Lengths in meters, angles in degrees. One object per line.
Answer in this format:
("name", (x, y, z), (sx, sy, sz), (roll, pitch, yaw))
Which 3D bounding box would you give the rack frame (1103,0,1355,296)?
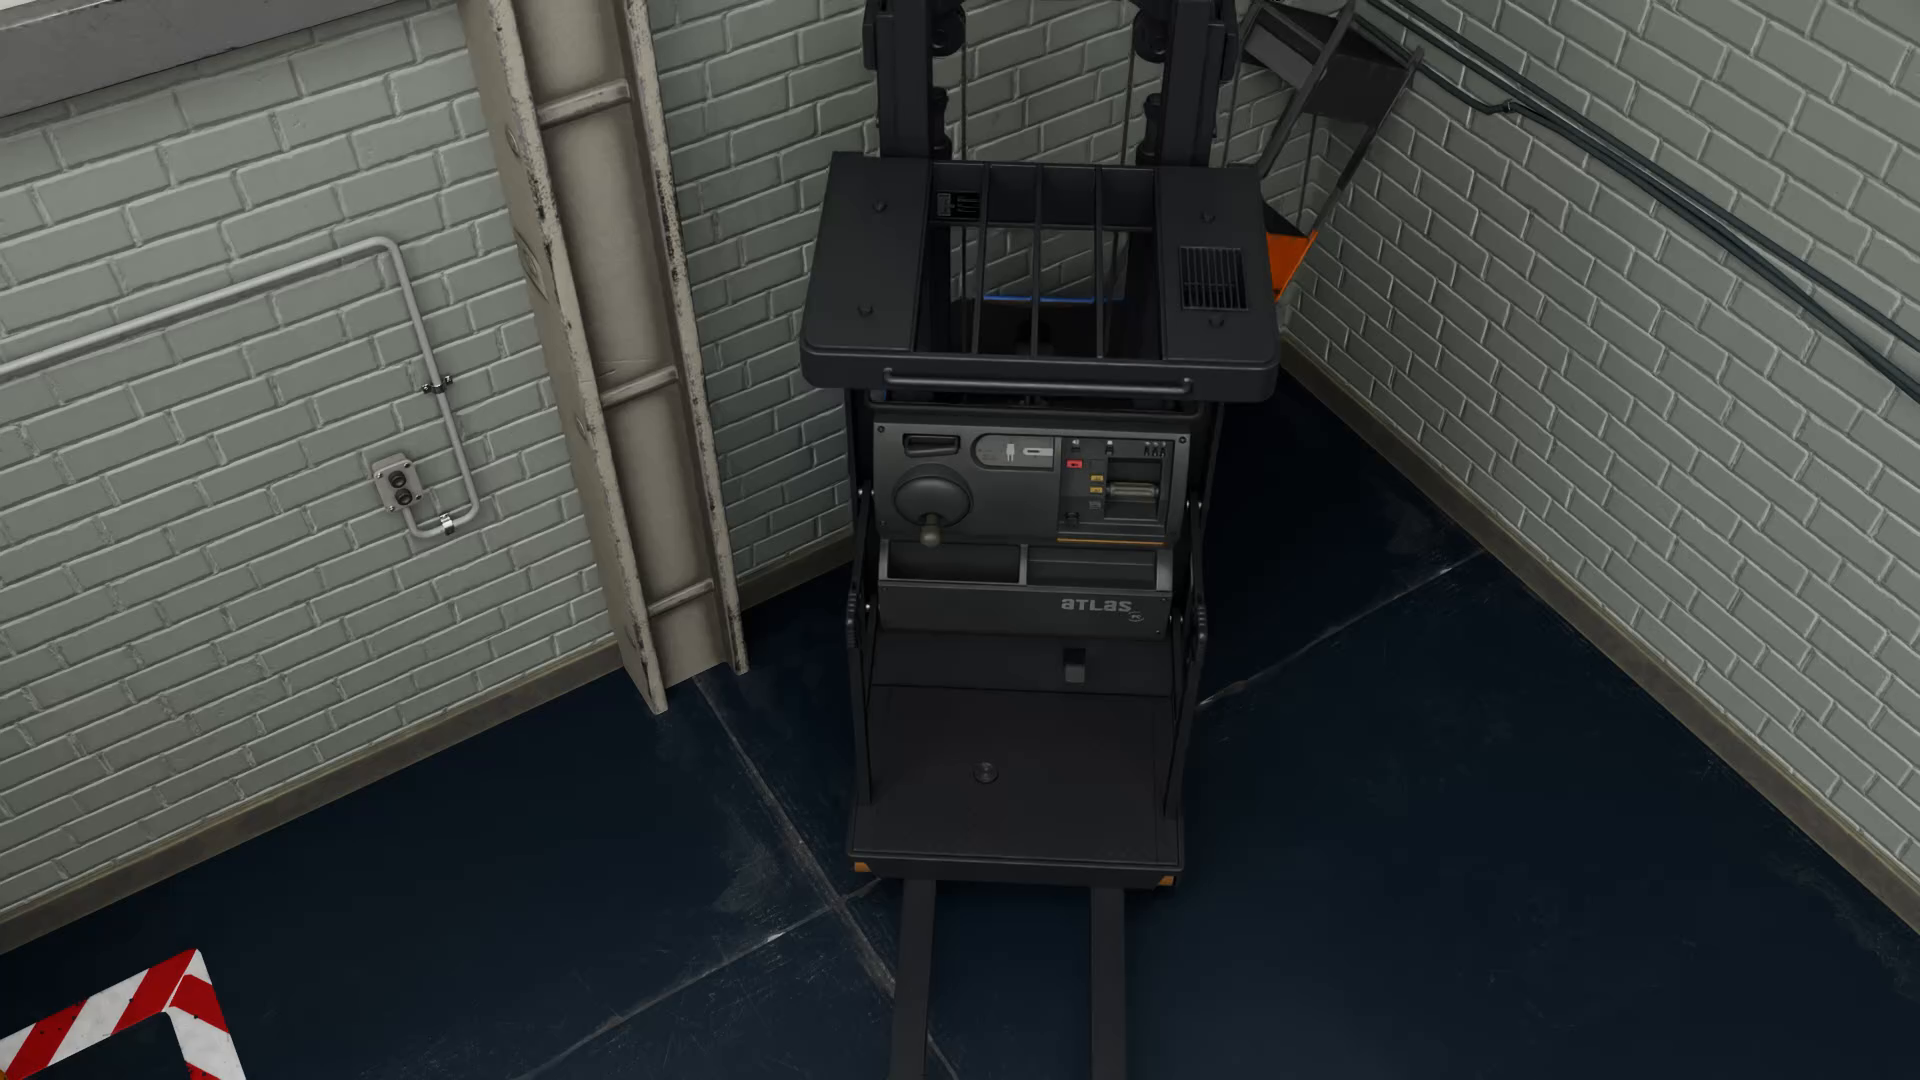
("rack frame", (0.781, -1.073, 6.163), (0.015, 2.100, 0.400), (-4, 43, -42))

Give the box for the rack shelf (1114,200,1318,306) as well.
("rack shelf", (0.956, -1.076, 6.334), (0.480, 0.518, 0.431), (-4, 43, -42))

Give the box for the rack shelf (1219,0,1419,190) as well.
("rack shelf", (1.236, -1.612, 5.981), (0.480, 0.518, 0.431), (-4, 43, -42))

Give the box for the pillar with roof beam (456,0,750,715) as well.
("pillar with roof beam", (1.260, 0.196, 0.495), (0.400, 9.000, 9.100), (-25, 53, -21))

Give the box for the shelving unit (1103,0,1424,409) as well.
("shelving unit", (0.962, -1.086, 6.327), (0.503, 2.100, 0.431), (-4, 43, -42))

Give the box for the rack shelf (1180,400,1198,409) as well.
("rack shelf", (0.676, -0.540, 6.686), (0.480, 0.518, 0.431), (-4, 43, -42))

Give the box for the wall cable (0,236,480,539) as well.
("wall cable", (-2.280, -0.351, 4.319), (1.851, 1.984, 0.084), (-25, 53, -21))

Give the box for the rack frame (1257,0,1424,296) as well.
("rack frame", (1.142, -1.099, 6.490), (0.015, 2.100, 0.400), (-4, 43, -42))

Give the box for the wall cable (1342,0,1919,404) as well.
("wall cable", (2.116, -1.896, 4.437), (0.112, 2.526, 3.097), (-25, 53, -21))

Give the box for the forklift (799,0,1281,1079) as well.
("forklift", (0.199, -0.062, 4.788), (1.130, 2.935, 3.031), (2, 48, 2))

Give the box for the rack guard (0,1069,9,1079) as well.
("rack guard", (-2.838, 1.916, 4.654), (0.348, 0.500, 1.175), (-25, 53, -21))
